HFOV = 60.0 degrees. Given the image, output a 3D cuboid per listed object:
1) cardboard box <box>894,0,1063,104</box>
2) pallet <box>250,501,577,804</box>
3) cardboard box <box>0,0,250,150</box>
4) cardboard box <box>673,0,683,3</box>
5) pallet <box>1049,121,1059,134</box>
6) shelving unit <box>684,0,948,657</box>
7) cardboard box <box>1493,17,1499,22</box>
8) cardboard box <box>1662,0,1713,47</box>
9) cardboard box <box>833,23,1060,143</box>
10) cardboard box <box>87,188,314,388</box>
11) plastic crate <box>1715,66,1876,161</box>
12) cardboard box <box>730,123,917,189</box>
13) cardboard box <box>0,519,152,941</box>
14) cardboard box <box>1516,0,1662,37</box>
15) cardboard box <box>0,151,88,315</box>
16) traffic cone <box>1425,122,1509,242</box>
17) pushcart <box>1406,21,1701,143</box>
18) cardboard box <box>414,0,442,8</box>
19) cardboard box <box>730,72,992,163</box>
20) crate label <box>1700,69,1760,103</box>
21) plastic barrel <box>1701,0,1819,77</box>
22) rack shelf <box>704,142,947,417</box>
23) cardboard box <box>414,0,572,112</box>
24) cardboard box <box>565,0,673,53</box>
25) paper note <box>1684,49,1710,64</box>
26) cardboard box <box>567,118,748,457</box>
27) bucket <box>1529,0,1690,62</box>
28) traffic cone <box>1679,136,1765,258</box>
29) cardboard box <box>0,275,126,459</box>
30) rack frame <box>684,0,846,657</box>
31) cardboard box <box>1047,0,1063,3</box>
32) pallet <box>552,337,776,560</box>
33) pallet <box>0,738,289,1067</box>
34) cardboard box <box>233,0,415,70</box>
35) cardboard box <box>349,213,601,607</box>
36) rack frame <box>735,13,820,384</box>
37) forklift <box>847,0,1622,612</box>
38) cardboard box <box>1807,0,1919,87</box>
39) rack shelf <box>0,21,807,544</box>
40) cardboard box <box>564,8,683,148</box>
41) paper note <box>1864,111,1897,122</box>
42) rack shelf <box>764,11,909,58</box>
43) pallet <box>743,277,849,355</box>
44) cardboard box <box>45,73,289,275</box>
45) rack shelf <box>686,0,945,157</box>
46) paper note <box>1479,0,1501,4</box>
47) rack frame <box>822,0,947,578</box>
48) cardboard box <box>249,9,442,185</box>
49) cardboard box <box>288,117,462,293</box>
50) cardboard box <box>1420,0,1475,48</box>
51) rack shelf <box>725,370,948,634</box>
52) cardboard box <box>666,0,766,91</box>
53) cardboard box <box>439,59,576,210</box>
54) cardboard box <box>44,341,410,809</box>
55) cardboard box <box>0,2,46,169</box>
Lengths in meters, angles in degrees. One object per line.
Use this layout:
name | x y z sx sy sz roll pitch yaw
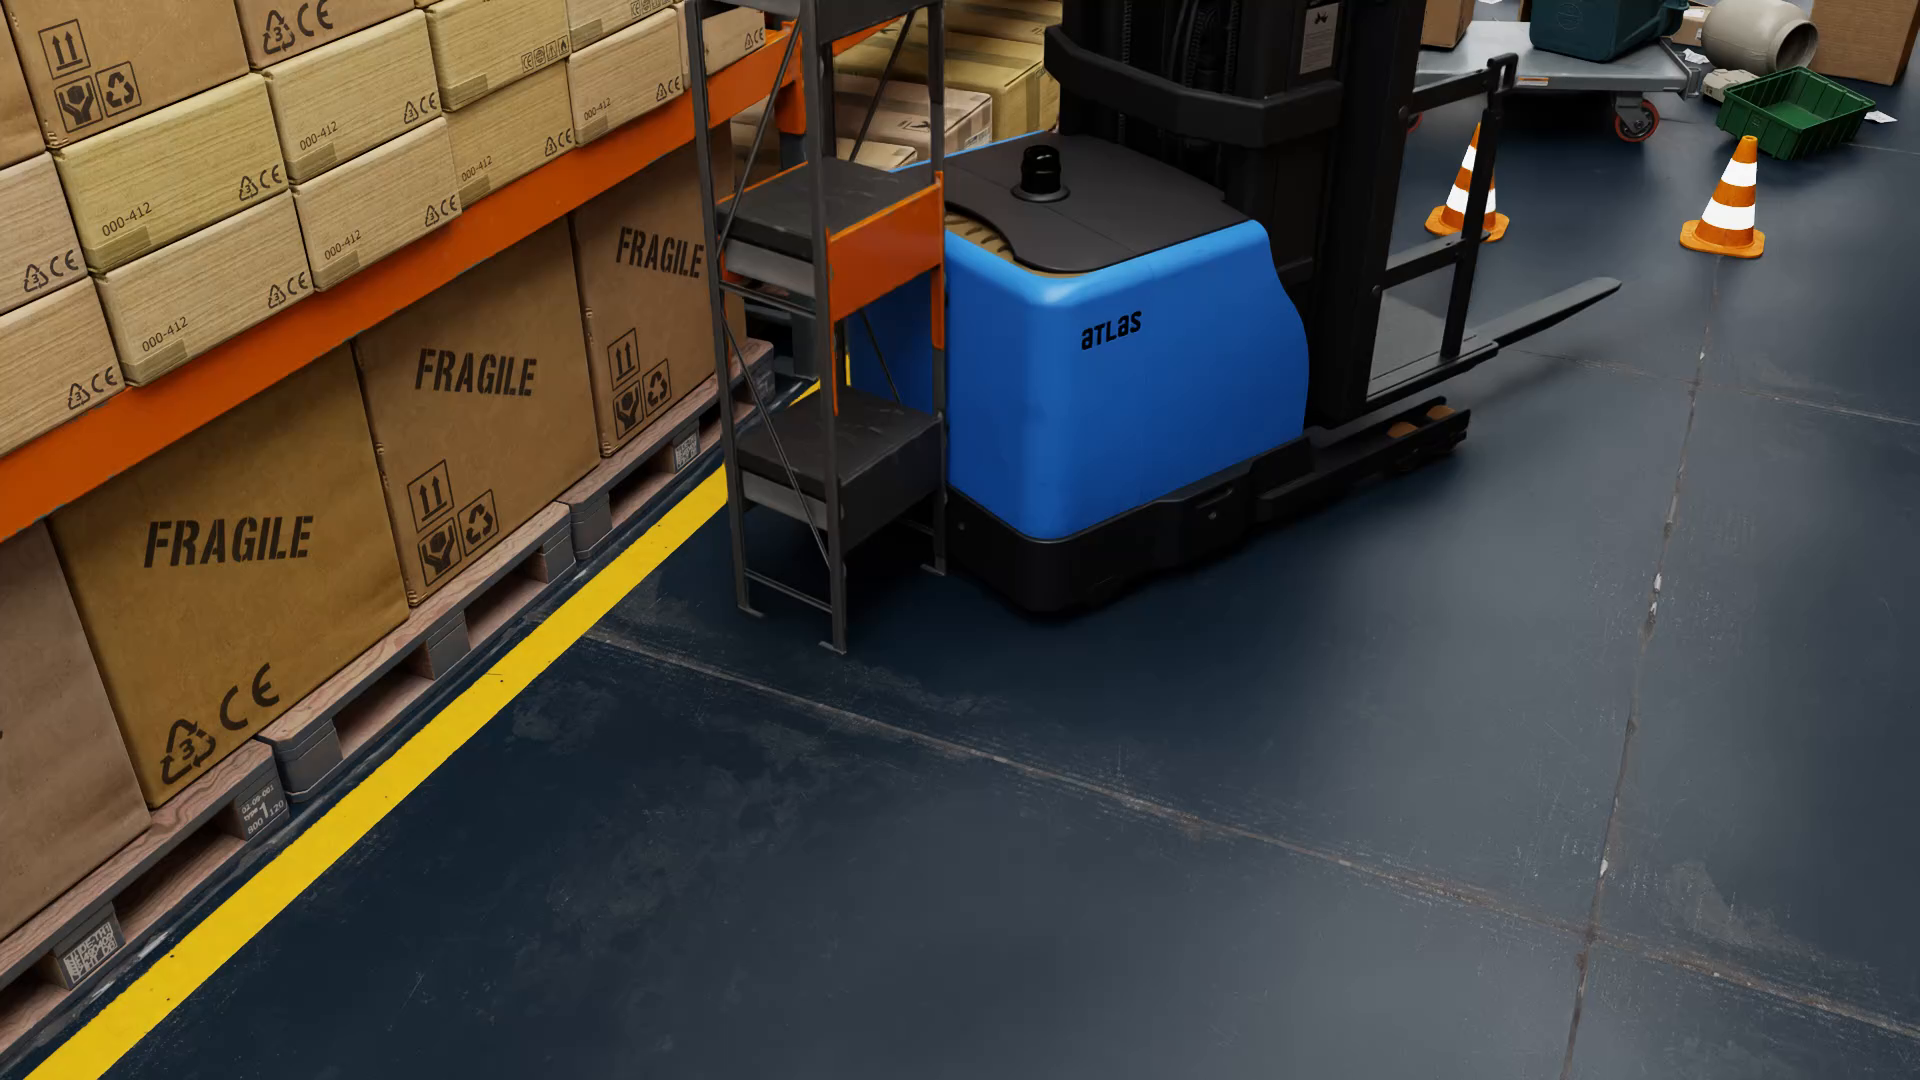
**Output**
cardboard box | 0.196 -2.422 8.221 0.950 0.372 0.625 16 37 23
pallet | -1.873 0.173 4.793 1.003 0.211 1.213 14 36 20
cardboard box | -1.791 -1.103 3.194 0.500 0.500 0.500 13 36 19
cardboard box | -0.935 -1.820 4.971 0.500 0.250 0.500 14 36 20
pallet | -0.123 -1.802 7.805 1.003 0.211 1.213 14 36 20
shelving unit | -0.349 -0.720 4.433 0.431 2.100 0.503 21 39 29
cardboard box | 3.001 -2.736 9.180 0.258 0.266 0.396 -9 34 -13
cardboard box | 4.295 -3.016 9.607 0.396 0.266 0.258 21 39 28
cardboard box | -0.094 -2.075 7.693 0.950 0.372 0.625 15 36 22
cardboard box | -1.769 -0.587 3.546 0.500 0.250 0.500 14 36 20
plastic crate | 4.132 -2.116 8.253 0.662 0.188 0.450 -21 49 -29
cardboard box | -0.717 -1.329 6.555 0.950 0.372 0.625 12 35 17
cardboard box | -2.450 0.404 3.452 0.875 0.875 0.875 15 36 22
cardboard box | 3.565 -3.047 9.315 0.797 0.637 0.503 14 36 20
cardboard box | -2.004 -0.548 3.031 0.500 0.250 0.500 15 36 21
traffic cone | 2.250 -1.592 7.256 0.336 0.463 0.334 14 36 20
pushcart | 2.802 -2.371 8.522 1.648 0.377 0.936 3 33 4
cardboard box | -1.363 -1.613 3.971 0.500 0.500 0.500 14 36 21
cardboard box | -0.416 -1.699 7.118 0.950 0.372 0.625 13 36 20
crate label | 4.073 -2.384 8.761 0.298 0.136 0.250 -9 34 -13
plastic barrel | 4.330 -2.720 9.012 0.421 0.421 0.512 -15 36 -21
rack shelf | -0.349 -0.709 4.441 0.431 0.518 0.480 21 39 29
cardboard box | -1.342 -1.304 4.185 0.500 0.250 0.500 13 36 19
cardboard box | -1.146 -1.564 4.581 0.500 0.250 0.500 13 36 19
paper note | 4.155 -2.732 9.395 0.172 0.023 0.155 29 43 36
cardboard box | -1.327 -0.936 5.496 0.875 0.875 0.875 14 36 20
bucket | 3.212 -2.744 8.298 0.726 0.611 0.620 29 53 36
traffic cone | 3.316 -1.498 7.113 0.336 0.463 0.334 14 36 20
cardboard box | -1.997 -0.335 3.162 0.500 0.250 0.500 13 36 19
rack frame | -0.492 -0.611 4.268 0.400 2.100 0.015 21 39 29
cardboard box | 0.493 -2.781 8.769 0.950 0.372 0.625 15 36 21
pallet | -1.361 -0.432 5.716 1.003 0.211 1.213 14 36 20
pallet | -2.382 0.783 3.863 1.003 0.211 1.213 14 36 20
cardboard box | -1.581 -1.362 3.589 0.500 0.500 0.500 14 36 20
cardboard box | -1.704 -0.492 4.820 0.875 0.875 0.875 15 36 21
rack frame | -0.963 -1.973 5.524 1.000 3.000 0.127 14 36 20
forklift | 1.118 -1.665 5.116 3.031 2.935 1.130 -23 39 -30
cardboard box | 4.966 -2.845 9.130 0.500 0.500 0.500 21 39 28
rack shelf | -1.800 -0.677 4.202 1.077 0.370 4.000 14 36 20
cardboard box | -1.138 -1.341 4.697 0.500 0.250 0.500 15 36 21
paper note | 4.708 -2.182 8.549 0.147 0.020 0.142 -9 34 -13
rack shelf | -0.126 -2.669 7.241 1.077 0.370 4.000 14 36 20
pallet | -0.635 -1.196 6.882 1.003 0.211 1.213 14 36 20
cardboard box | -1.768 -0.793 3.405 0.500 0.250 0.500 15 36 21
rack shelf | -0.349 -1.294 4.057 0.431 0.518 0.480 21 39 29
paper note | 3.305 -3.395 10.411 0.148 0.019 0.142 29 43 36
rack frame | -0.207 -0.829 4.599 0.400 2.100 0.015 21 39 29
cardboard box | -1.559 -1.046 3.790 0.500 0.250 0.500 13 35 19
cardboard box | -1.551 -0.834 3.923 0.500 0.250 0.500 14 36 20
cardboard box | 2.340 -2.844 8.440 0.500 0.500 0.500 14 36 20
rack shelf | -0.349 -0.123 4.825 0.431 0.518 0.480 21 39 29
cardboard box | -0.939 -1.599 5.090 0.500 0.250 0.500 13 35 19
cardboard box | -1.363 -1.094 4.320 0.500 0.250 0.500 14 36 20
cardboard box | -2.079 -0.047 4.141 0.875 0.875 0.875 15 36 22
cardboard box | -2.003 -0.854 2.814 0.500 0.500 0.500 14 36 20
